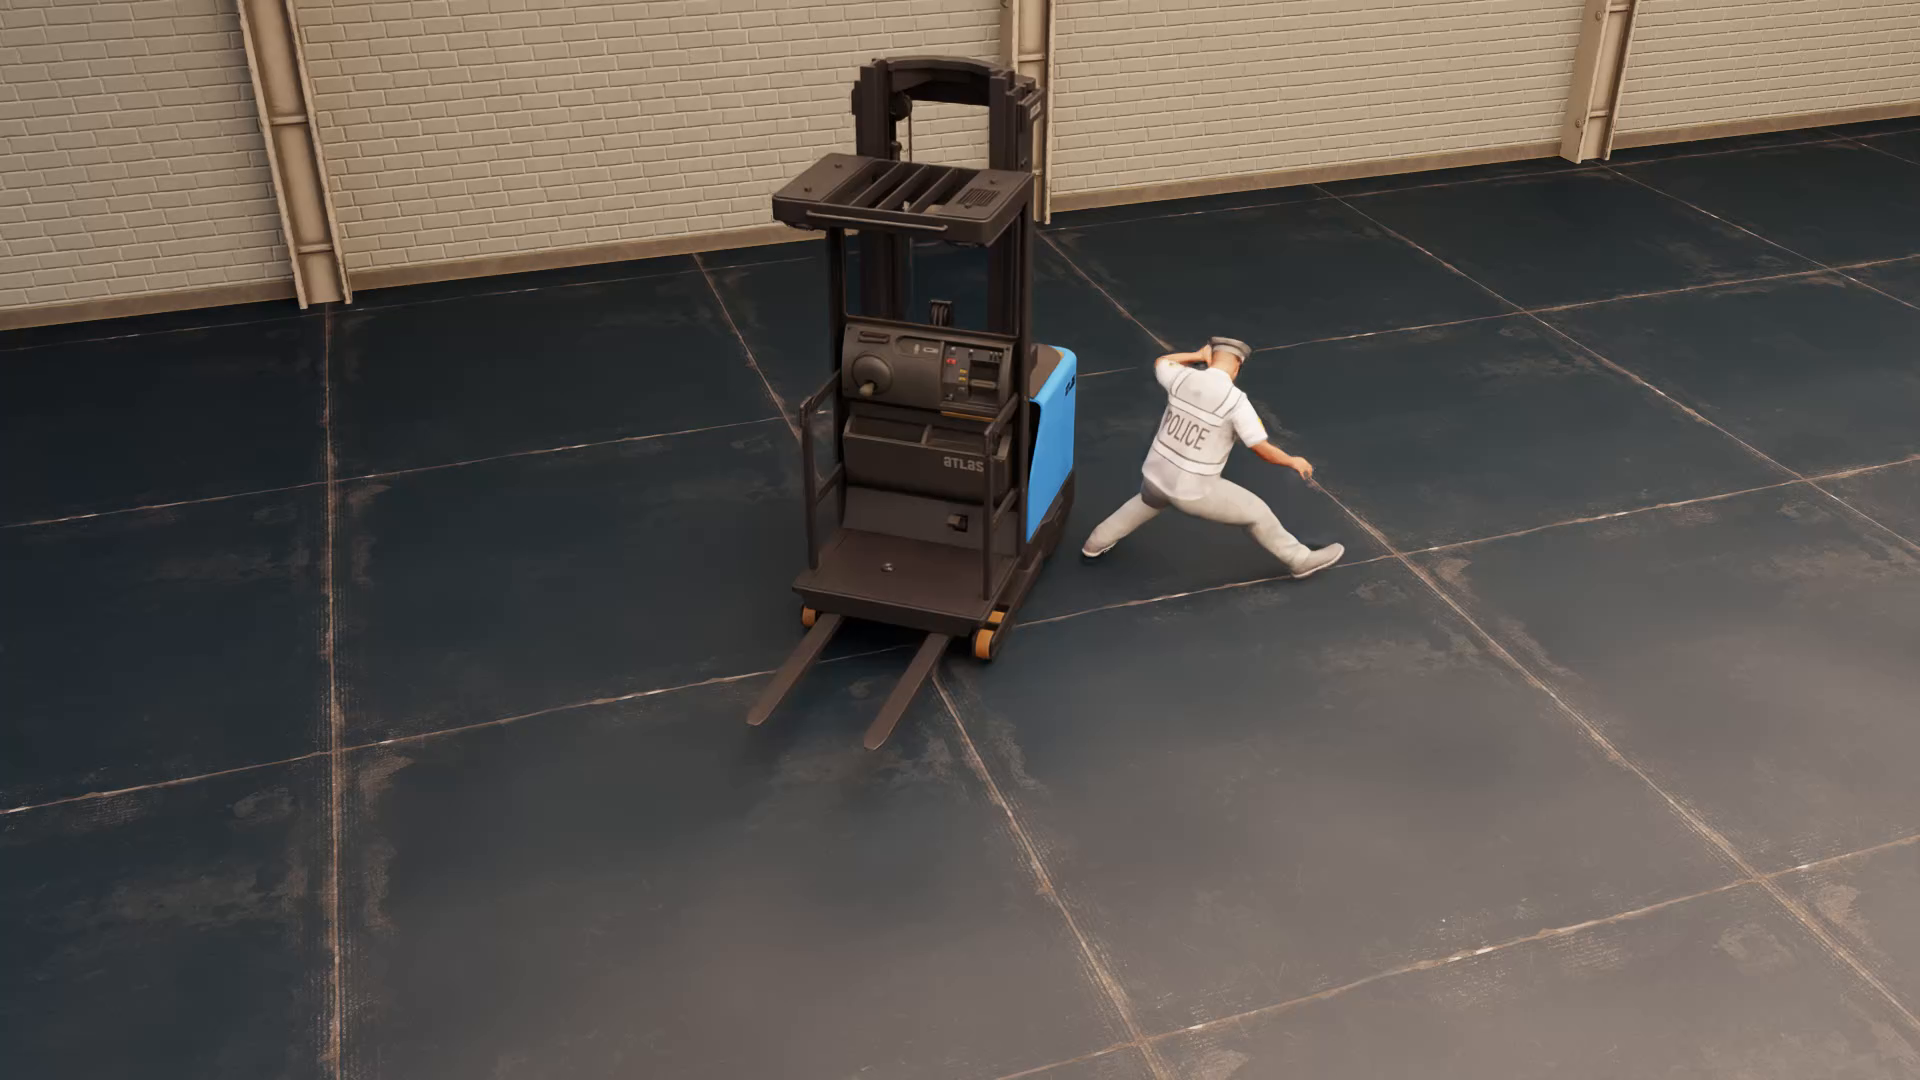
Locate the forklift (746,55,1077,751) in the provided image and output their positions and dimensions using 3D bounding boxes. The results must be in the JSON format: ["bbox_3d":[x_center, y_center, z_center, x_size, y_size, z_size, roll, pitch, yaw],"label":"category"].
[{"bbox_3d":[-0.243,-0.854,8.572,1.130,2.935,3.031,9,31,16],"label":"forklift"}]

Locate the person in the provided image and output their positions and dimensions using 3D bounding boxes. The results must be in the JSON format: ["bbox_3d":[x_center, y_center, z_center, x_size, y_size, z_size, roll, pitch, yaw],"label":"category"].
[{"bbox_3d":[1.445,-0.467,9.432,1.032,1.428,1.234,-21,36,-32],"label":"person"}]
